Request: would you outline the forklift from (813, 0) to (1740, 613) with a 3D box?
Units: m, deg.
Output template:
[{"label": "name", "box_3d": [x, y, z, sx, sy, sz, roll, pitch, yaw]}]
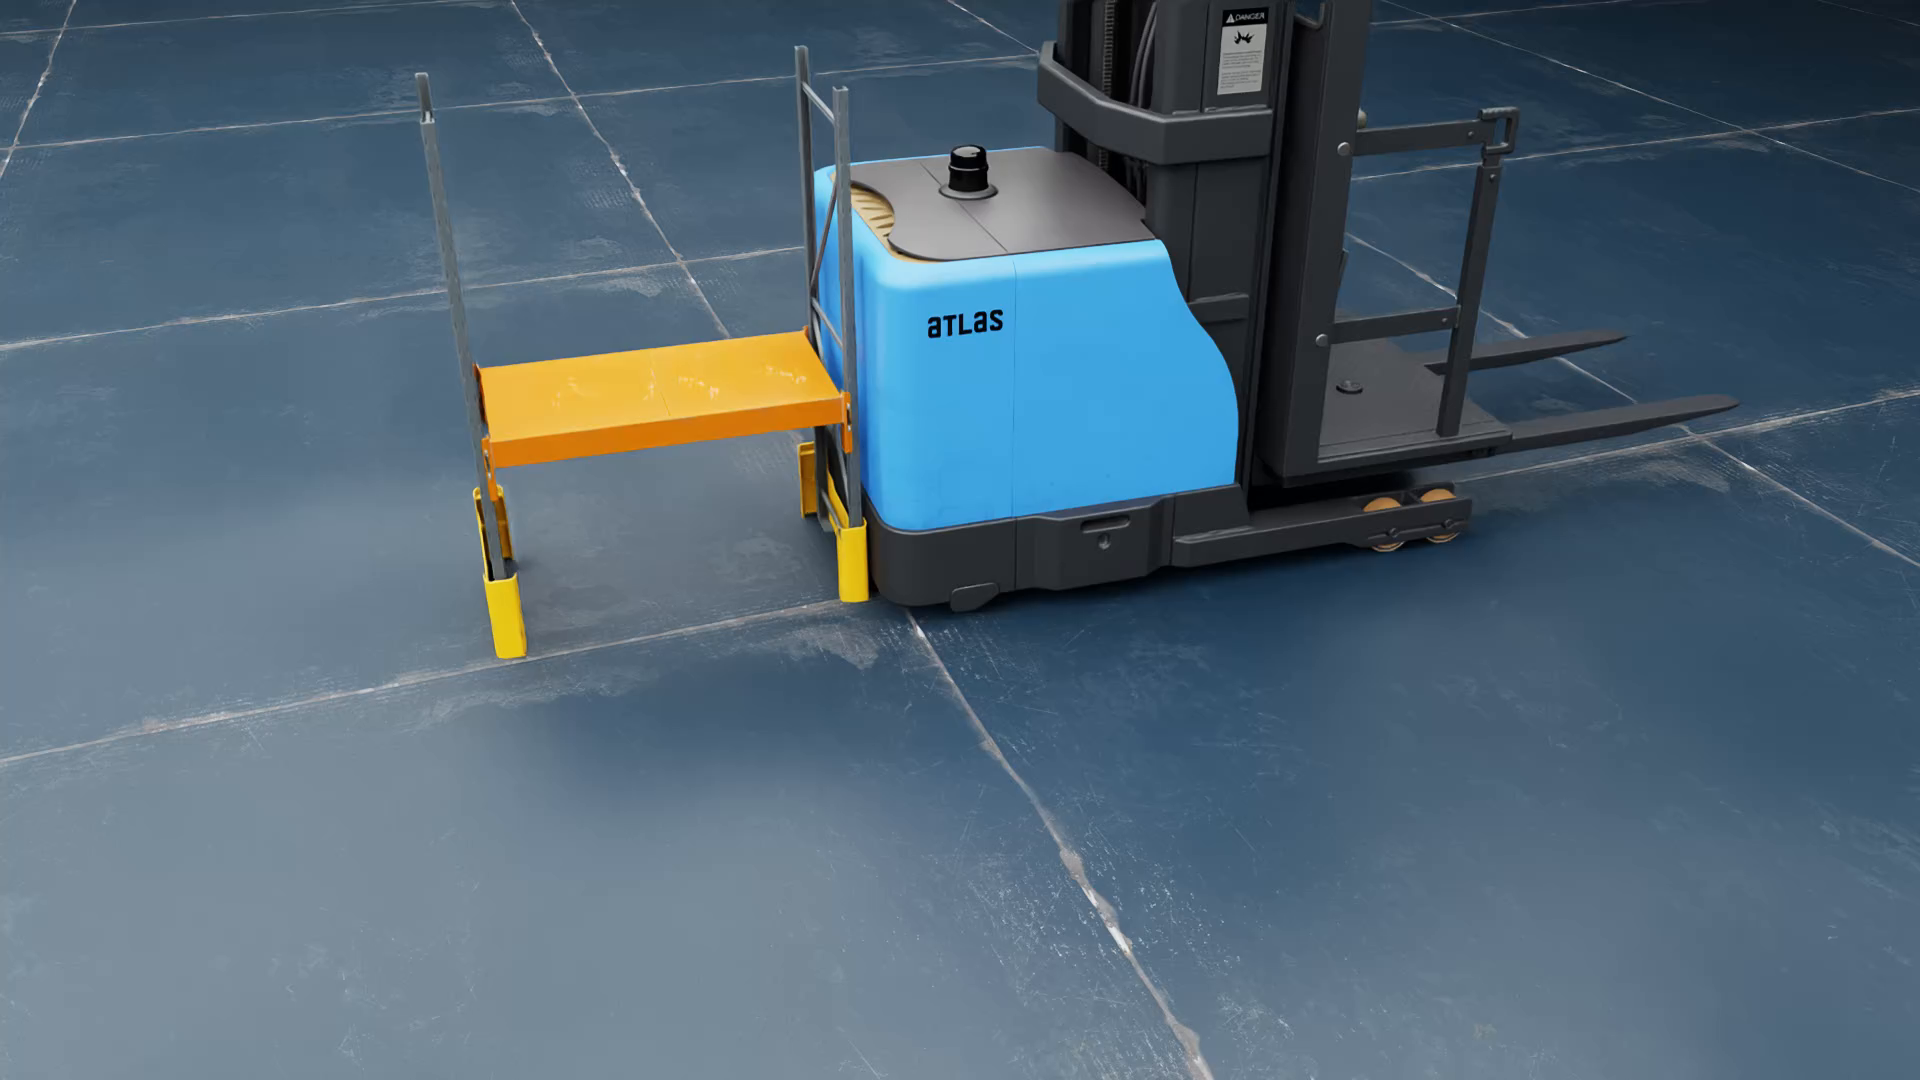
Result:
[{"label": "forklift", "box_3d": [1.090, -1.477, 4.881, 3.031, 2.935, 1.130, -9, 31, -15]}]

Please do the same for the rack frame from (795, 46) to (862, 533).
[{"label": "rack frame", "box_3d": [-0.373, -0.608, 4.803, 0.032, 1.500, 0.500, -9, 31, -15]}]

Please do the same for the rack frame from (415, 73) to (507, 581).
[{"label": "rack frame", "box_3d": [-1.344, -0.459, 4.541, 0.032, 1.500, 0.500, -9, 31, -15]}]

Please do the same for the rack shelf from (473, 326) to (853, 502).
[{"label": "rack shelf", "box_3d": [-0.859, -0.378, 4.761, 1.000, 0.185, 0.538, -9, 31, -15]}]

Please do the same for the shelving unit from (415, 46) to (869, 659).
[{"label": "shelving unit", "box_3d": [-0.867, -0.533, 4.670, 1.083, 1.500, 0.587, -9, 31, -15]}]

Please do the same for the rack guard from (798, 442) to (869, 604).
[{"label": "rack guard", "box_3d": [-0.392, -0.063, 5.107, 0.087, 0.250, 0.587, -9, 31, -15]}]

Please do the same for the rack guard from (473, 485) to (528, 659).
[{"label": "rack guard", "box_3d": [-1.343, 0.084, 4.851, 0.087, 0.250, 0.587, -9, 31, -15]}]
